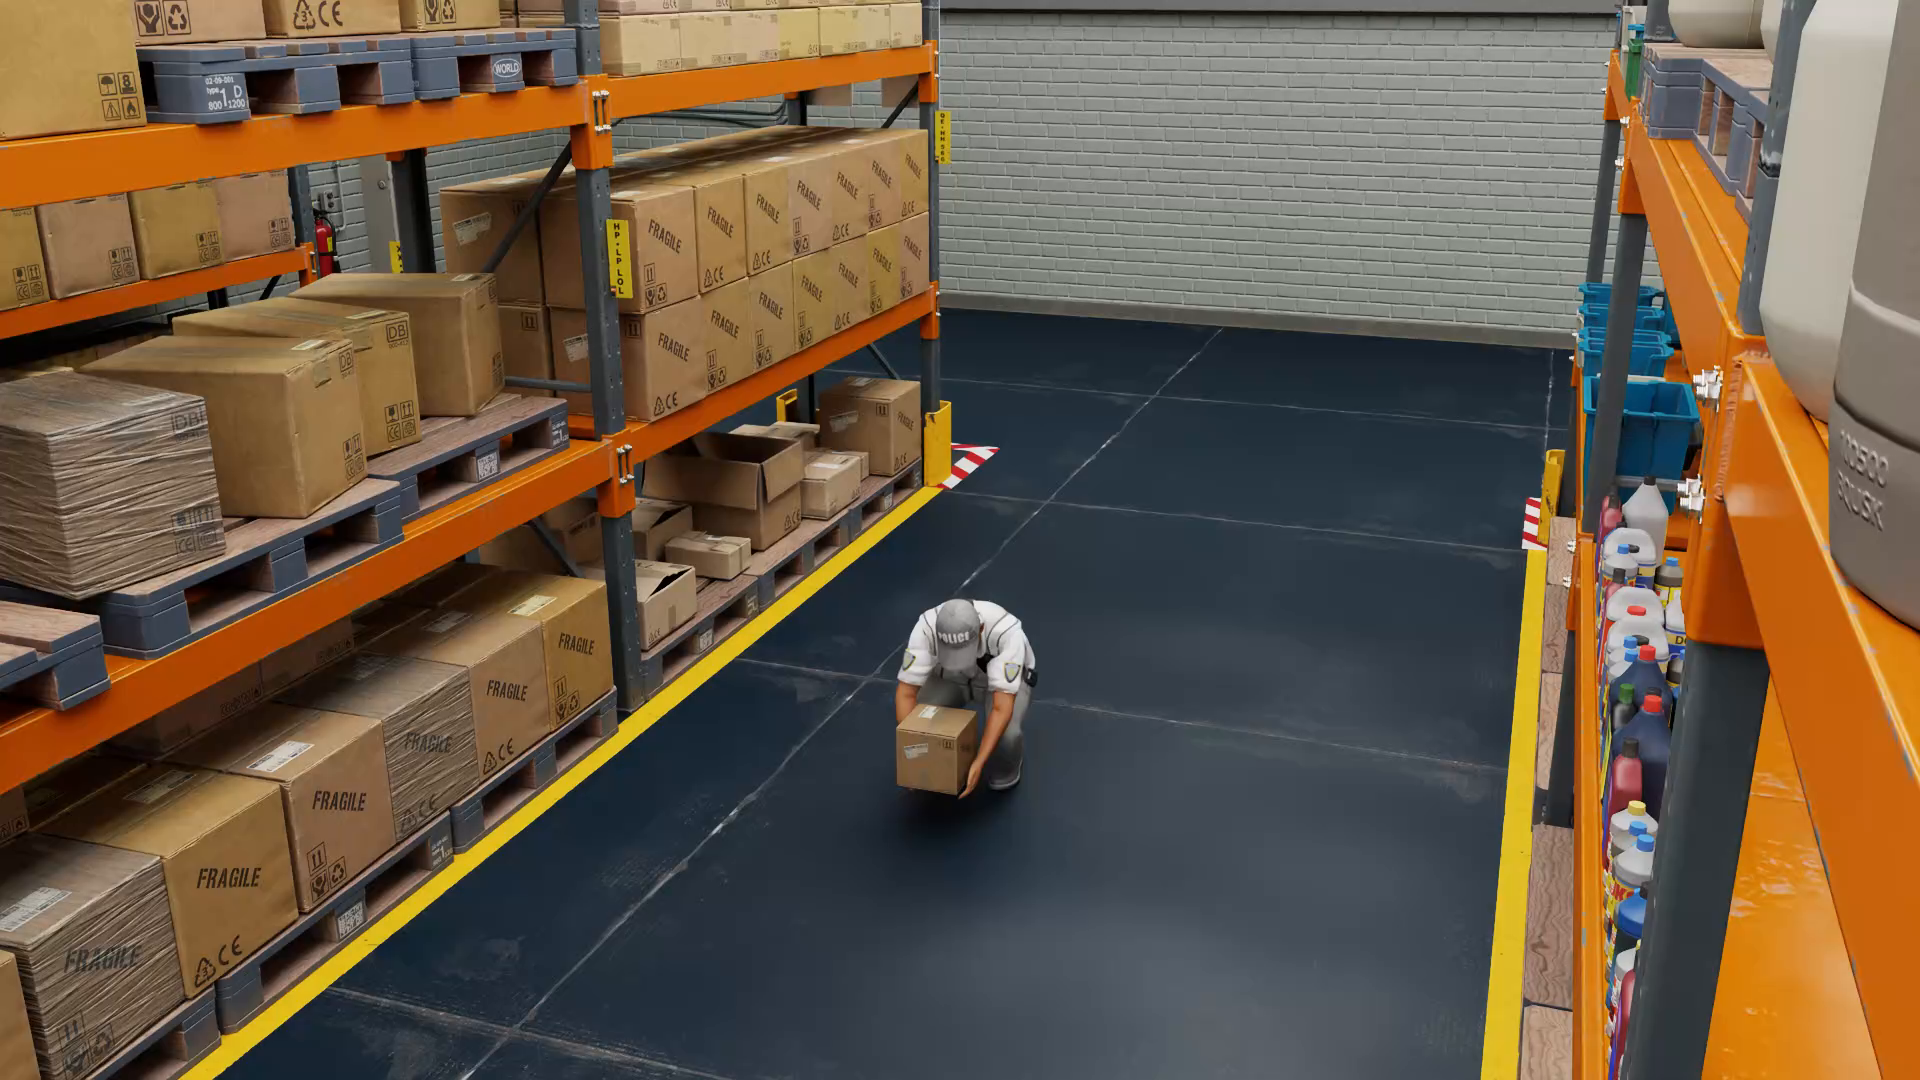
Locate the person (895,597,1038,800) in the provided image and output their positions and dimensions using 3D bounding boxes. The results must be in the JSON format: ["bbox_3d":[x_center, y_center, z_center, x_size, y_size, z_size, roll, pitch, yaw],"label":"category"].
[{"bbox_3d":[0.033,0.589,6.826,0.527,0.930,0.861,6,20,18],"label":"person"}]
